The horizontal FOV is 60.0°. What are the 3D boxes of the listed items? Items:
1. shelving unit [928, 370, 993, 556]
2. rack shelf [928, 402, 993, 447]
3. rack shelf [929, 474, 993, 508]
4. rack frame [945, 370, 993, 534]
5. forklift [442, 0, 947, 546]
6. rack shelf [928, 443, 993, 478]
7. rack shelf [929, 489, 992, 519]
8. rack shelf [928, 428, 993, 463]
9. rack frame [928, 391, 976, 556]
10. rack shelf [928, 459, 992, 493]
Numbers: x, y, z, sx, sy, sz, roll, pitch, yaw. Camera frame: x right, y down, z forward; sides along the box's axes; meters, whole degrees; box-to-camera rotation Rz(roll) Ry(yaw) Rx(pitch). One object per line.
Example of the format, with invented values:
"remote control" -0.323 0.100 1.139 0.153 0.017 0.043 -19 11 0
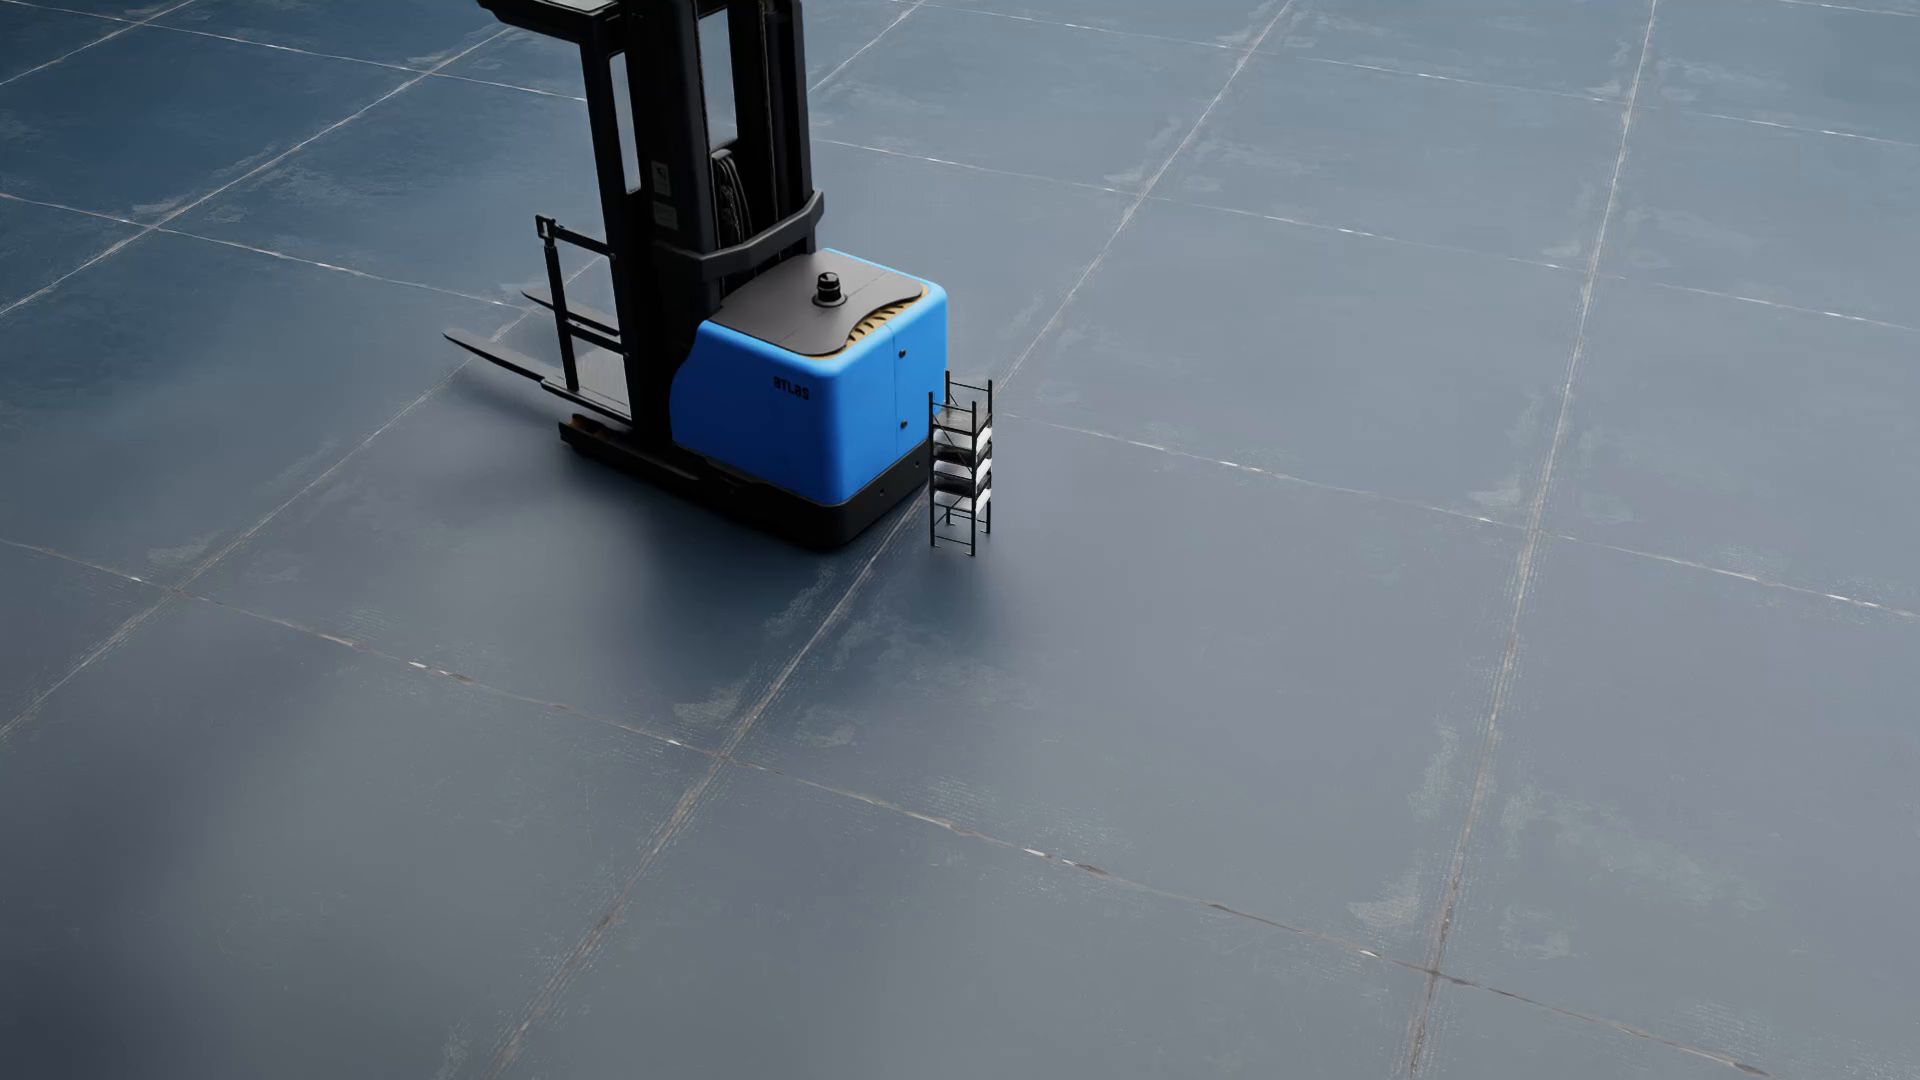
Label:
"shelving unit" 0.003 -0.365 8.088 0.258 0.900 0.210 14 39 18
"rack shelf" 0.003 -0.555 7.946 0.258 0.077 0.200 14 39 18
"rack shelf" 0.003 -0.266 8.162 0.258 0.077 0.200 14 39 18
"rack frame" 0.042 -0.421 8.163 0.240 0.900 0.006 14 39 18
"forklift" -1.550 -1.837 8.361 3.031 2.935 1.130 23 42 27
"rack shelf" 0.003 -0.410 8.054 0.258 0.077 0.200 14 39 18
"rack shelf" 0.003 -0.194 8.216 0.258 0.077 0.200 14 39 18
"rack shelf" 0.003 -0.482 8.000 0.258 0.077 0.200 14 39 18
"rack frame" -0.036 -0.309 8.013 0.240 0.900 0.006 14 39 18
"rack shelf" 0.003 -0.338 8.108 0.258 0.077 0.200 14 39 18
